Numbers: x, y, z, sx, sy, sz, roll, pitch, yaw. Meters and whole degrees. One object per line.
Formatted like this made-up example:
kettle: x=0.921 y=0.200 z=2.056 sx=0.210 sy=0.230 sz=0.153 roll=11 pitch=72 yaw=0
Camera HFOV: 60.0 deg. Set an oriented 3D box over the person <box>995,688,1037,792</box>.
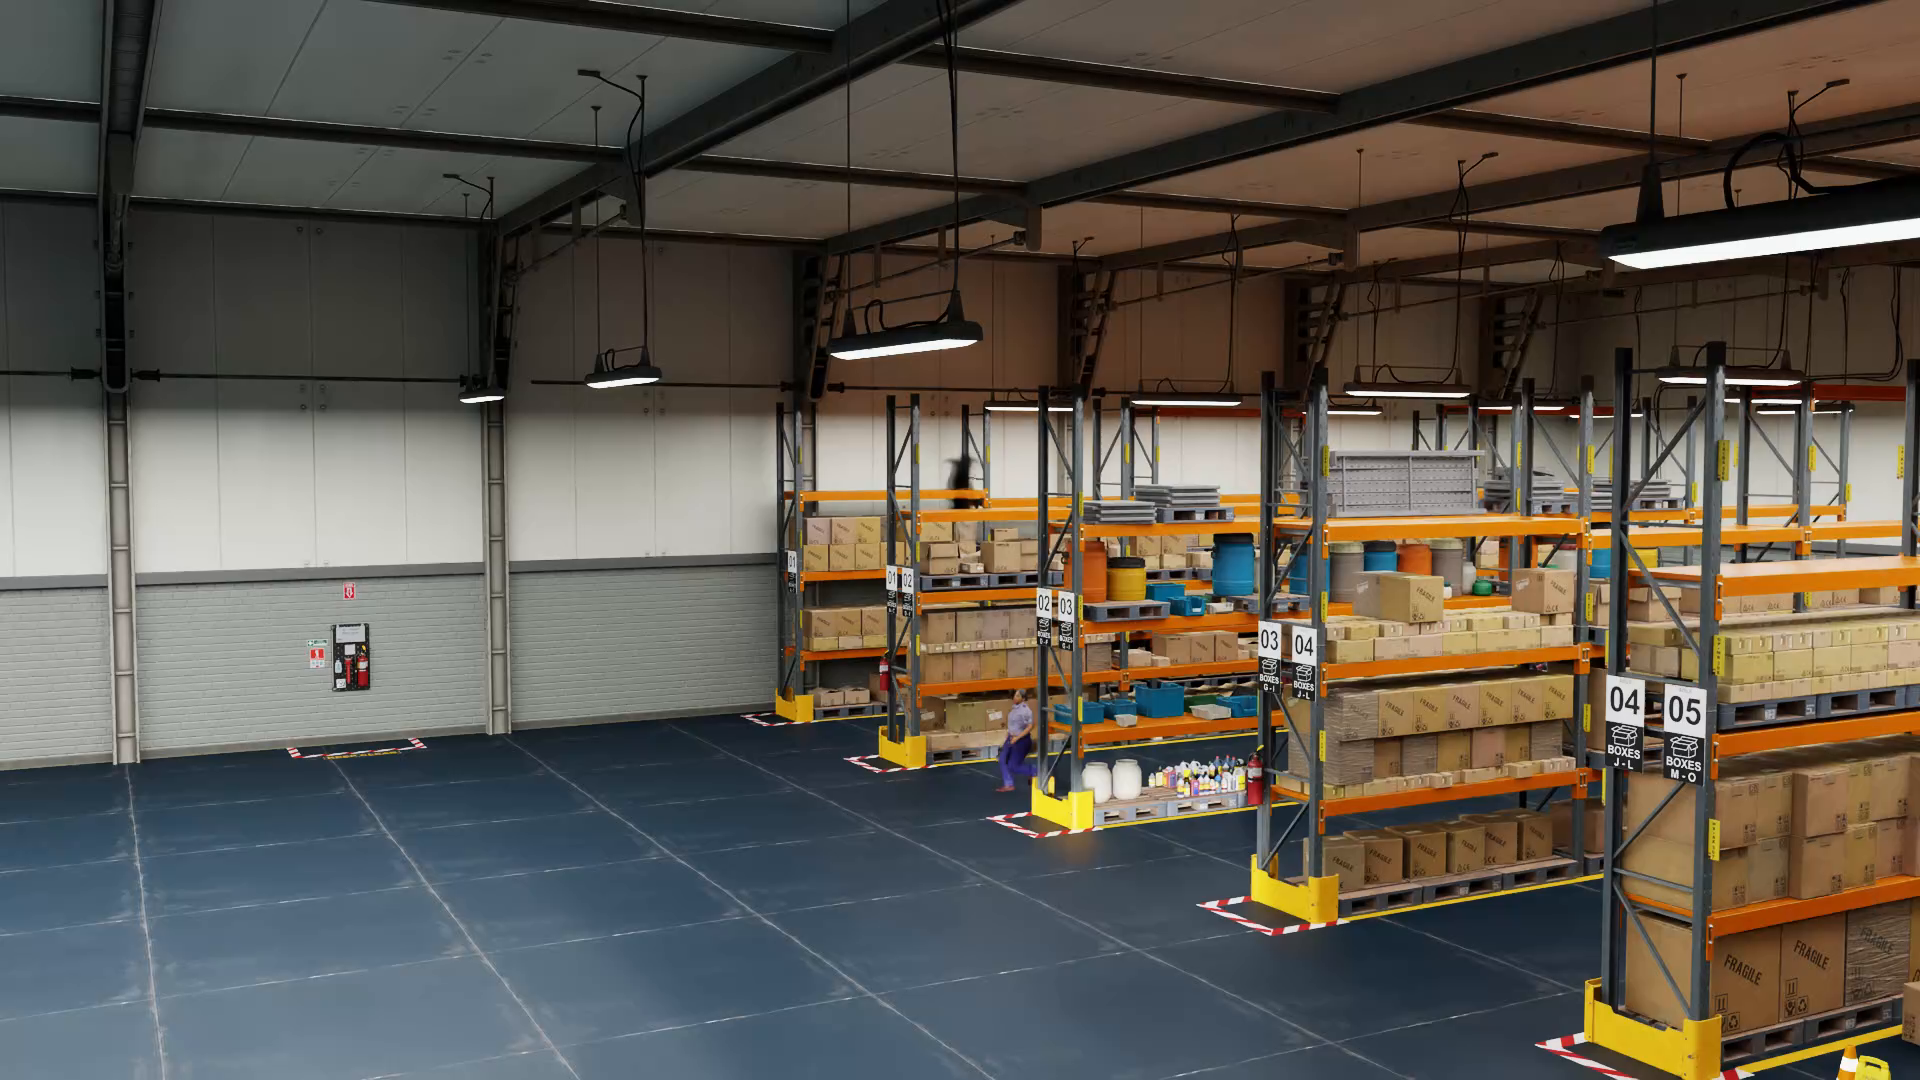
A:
person: x=0.922 y=2.984 z=24.673 sx=0.665 sy=1.576 sz=0.645 roll=-1 pitch=3 yaw=-20
